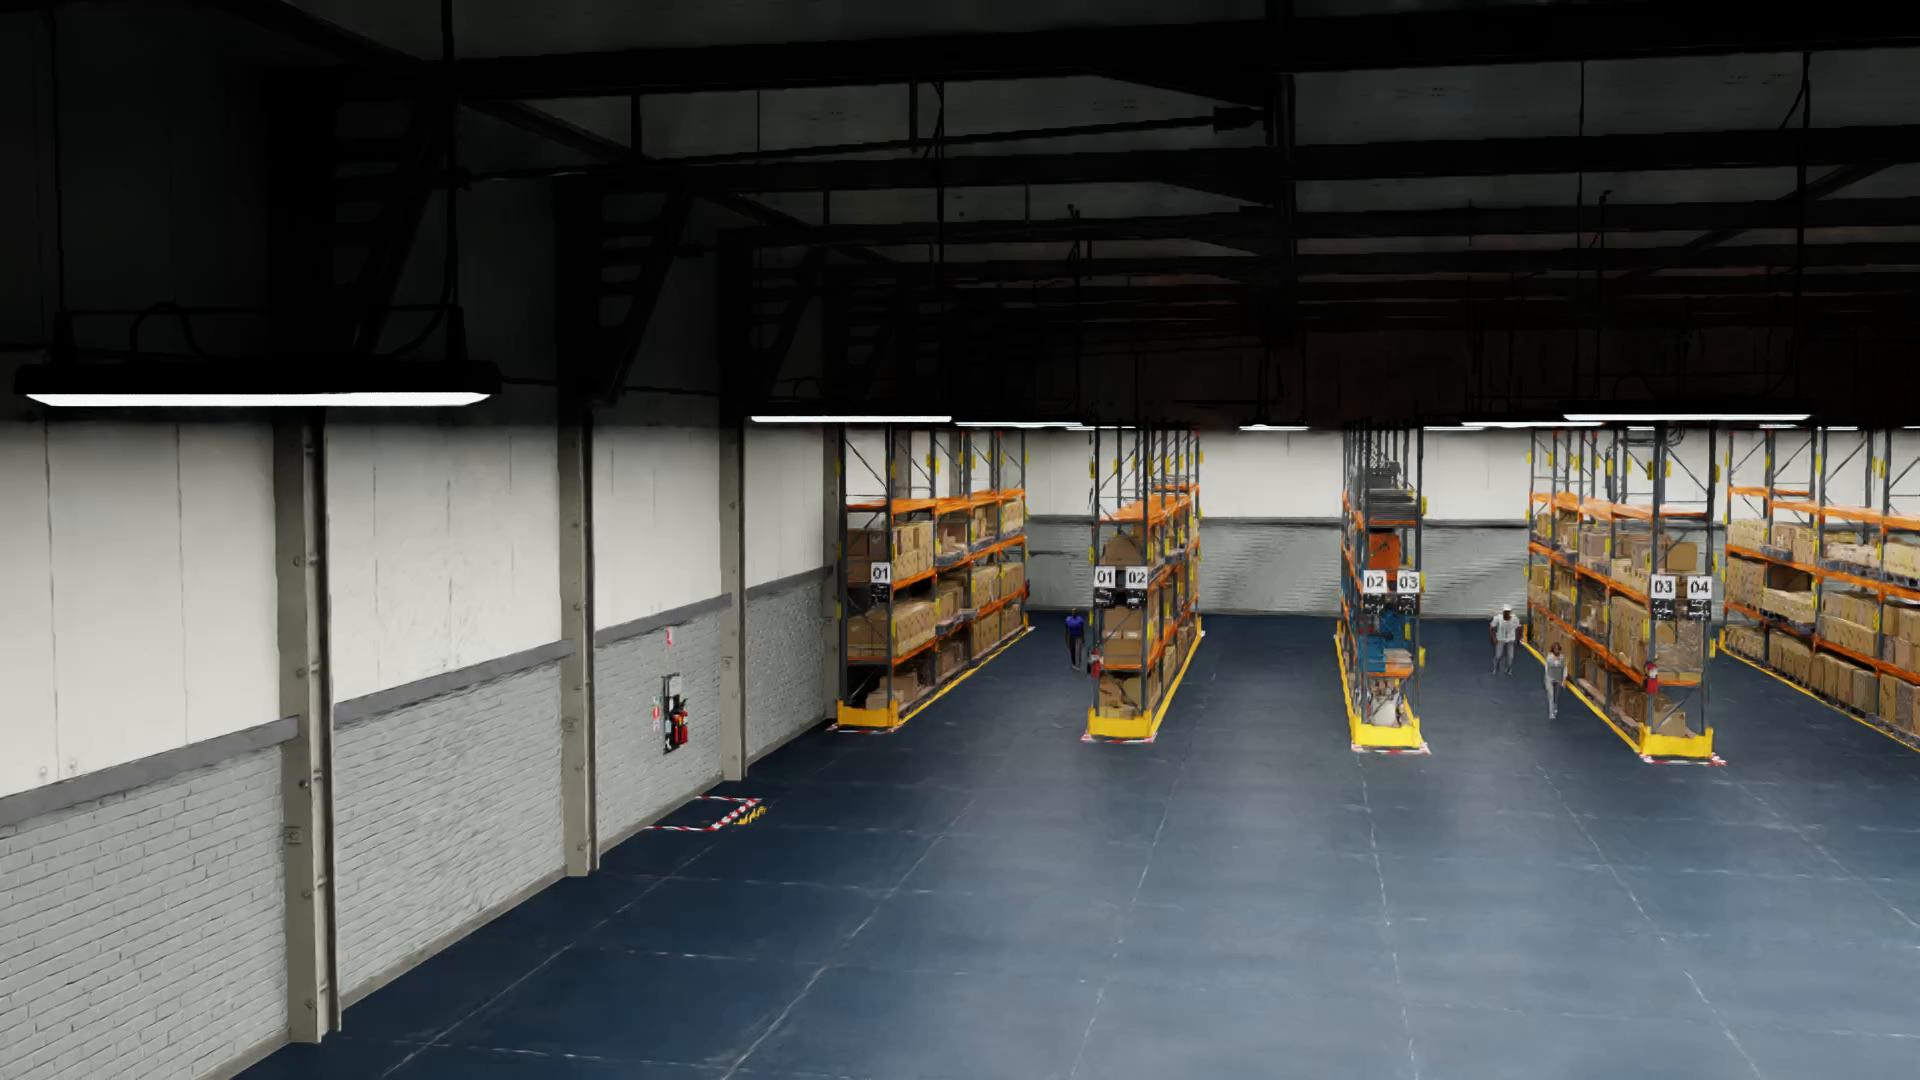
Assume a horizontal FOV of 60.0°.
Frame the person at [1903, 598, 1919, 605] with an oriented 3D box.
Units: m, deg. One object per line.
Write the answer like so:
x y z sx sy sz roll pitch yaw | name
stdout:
25.426 2.007 44.310 0.397 1.669 0.575 -1 4 -20 | person

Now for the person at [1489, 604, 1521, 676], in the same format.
12.787 2.344 39.008 0.719 1.714 0.578 1 4 9 | person

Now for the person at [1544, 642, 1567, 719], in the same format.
11.930 2.789 33.292 0.415 1.517 1.041 1 4 9 | person

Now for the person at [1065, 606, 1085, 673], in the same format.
2.729 2.352 39.682 0.447 1.560 1.088 1 4 14 | person
